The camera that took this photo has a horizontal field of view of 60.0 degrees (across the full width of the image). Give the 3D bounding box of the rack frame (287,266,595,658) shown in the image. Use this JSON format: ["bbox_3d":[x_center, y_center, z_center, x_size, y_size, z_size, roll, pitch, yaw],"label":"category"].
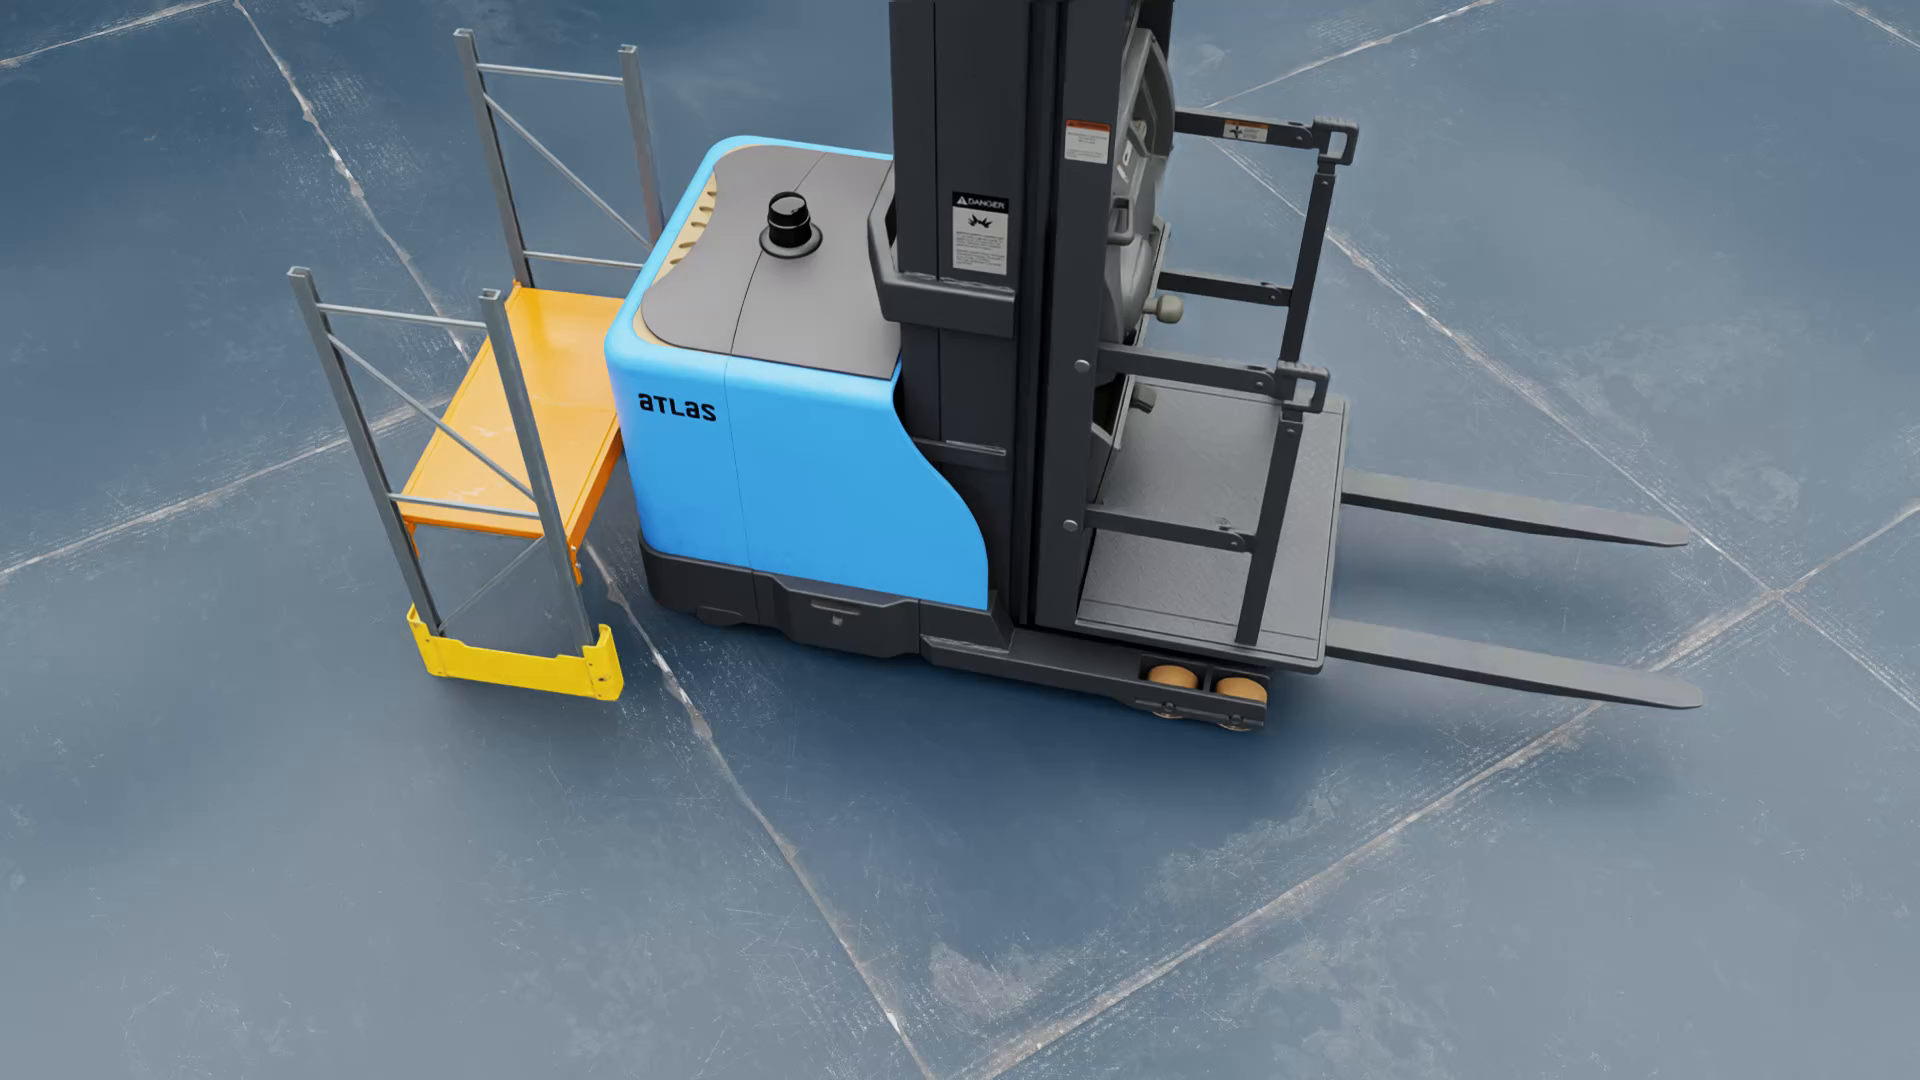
[{"bbox_3d":[-1.281,-0.083,4.320,0.500,1.500,0.032,7,49,7],"label":"rack frame"}]

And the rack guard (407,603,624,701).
[{"bbox_3d":[-1.278,0.318,4.799,0.587,0.250,0.087,7,49,7],"label":"rack guard"}]

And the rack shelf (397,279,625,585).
[{"bbox_3d":[-1.193,-0.337,4.787,0.538,0.185,1.000,7,49,7],"label":"rack shelf"}]

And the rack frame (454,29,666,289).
[{"bbox_3d":[-1.105,-0.831,4.986,0.500,1.500,0.032,7,49,7],"label":"rack frame"}]

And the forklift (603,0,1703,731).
[{"bbox_3d":[0.631,-0.867,4.059,3.031,2.935,1.130,10,49,9],"label":"forklift"}]

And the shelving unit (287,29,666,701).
[{"bbox_3d":[-1.192,-0.464,4.659,0.587,1.500,1.083,7,49,7],"label":"shelving unit"}]
